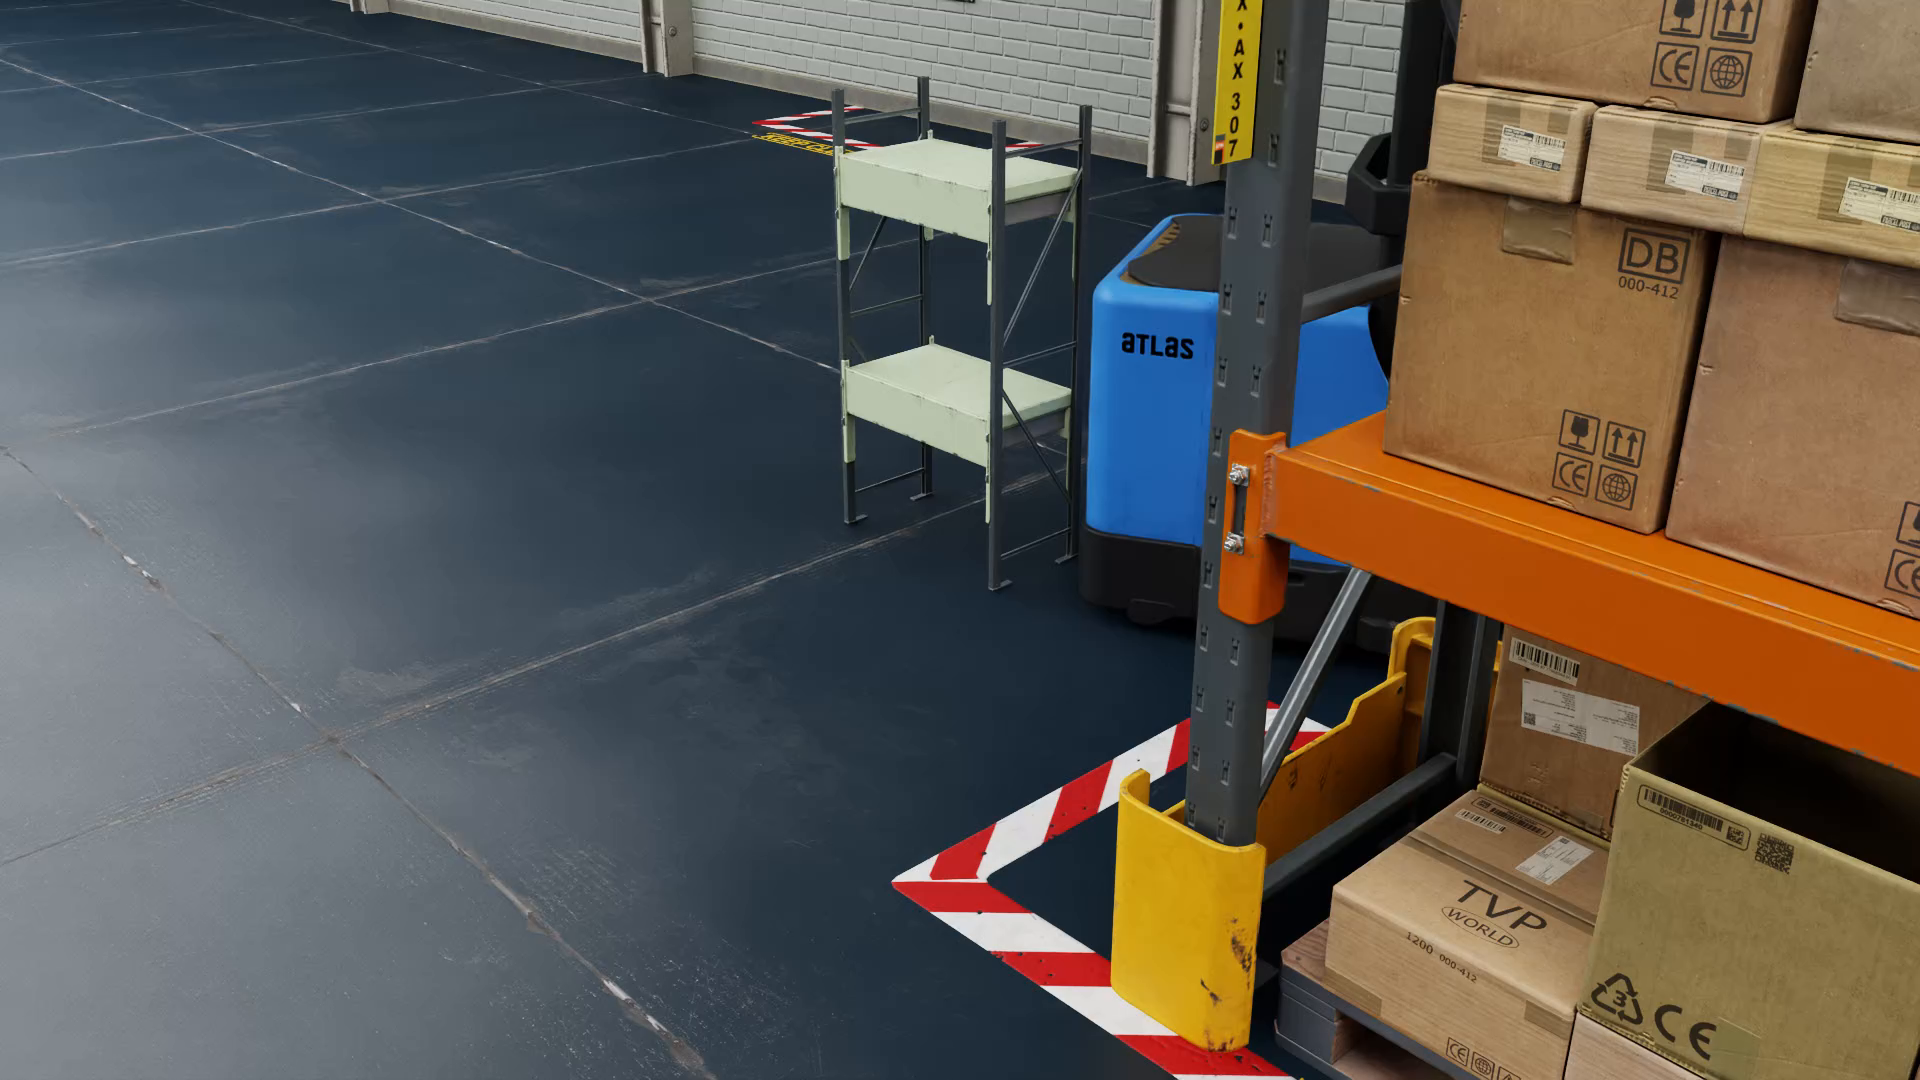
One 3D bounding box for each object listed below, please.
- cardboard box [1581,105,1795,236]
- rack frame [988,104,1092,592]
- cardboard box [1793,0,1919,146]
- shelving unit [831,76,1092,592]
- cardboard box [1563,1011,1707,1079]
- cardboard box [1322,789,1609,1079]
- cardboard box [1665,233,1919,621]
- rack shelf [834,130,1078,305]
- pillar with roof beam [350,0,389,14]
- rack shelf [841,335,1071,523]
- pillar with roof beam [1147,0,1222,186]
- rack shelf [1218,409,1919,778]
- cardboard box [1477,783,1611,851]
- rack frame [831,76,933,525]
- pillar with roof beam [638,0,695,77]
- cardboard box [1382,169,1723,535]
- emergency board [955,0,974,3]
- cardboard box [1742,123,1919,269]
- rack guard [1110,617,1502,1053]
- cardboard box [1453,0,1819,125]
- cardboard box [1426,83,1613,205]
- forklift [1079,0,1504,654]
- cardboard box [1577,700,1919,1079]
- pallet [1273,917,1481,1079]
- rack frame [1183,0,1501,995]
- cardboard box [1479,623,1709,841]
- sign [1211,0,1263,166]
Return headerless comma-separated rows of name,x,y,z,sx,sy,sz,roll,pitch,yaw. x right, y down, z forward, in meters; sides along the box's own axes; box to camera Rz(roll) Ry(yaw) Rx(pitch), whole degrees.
cardboard box,1.156,-0.587,2.520,0.380,0.149,0.250,-22,33,-40
rack frame,0.246,-0.573,5.200,0.400,1.500,0.023,-21,32,-38
cardboard box,1.572,-0.822,2.255,0.700,0.500,0.500,-22,33,-40
shelving unit,-0.005,-0.684,5.443,0.431,1.500,0.755,-21,32,-38
cardboard box,1.411,0.931,2.903,0.500,0.250,0.500,-21,32,-38
cardboard box,1.066,0.780,3.233,0.500,0.250,0.500,-21,32,-38
cardboard box,1.534,-0.248,2.559,0.700,0.500,0.500,-20,31,-37
rack shelf,-0.005,-1.039,5.281,0.431,0.370,0.720,-21,32,-38
pillar with roof beam,-9.860,-8.907,14.432,9.100,9.000,0.400,-21,32,-38
rack shelf,-0.005,-0.388,5.578,0.431,0.370,0.720,-21,32,-38
pillar with roof beam,-1.658,-5.271,6.462,9.100,9.000,0.400,-21,32,-38
rack shelf,2.229,0.428,2.065,1.077,0.370,4.000,-21,32,-38
cardboard box,1.444,0.633,3.555,0.500,0.250,0.500,-21,32,-38
rack frame,-0.255,-0.795,5.686,0.400,1.500,0.023,-21,32,-38
pillar with roof beam,-5.759,-7.089,10.447,9.100,9.000,0.400,-21,32,-38
cardboard box,1.172,-0.406,2.905,0.700,0.500,0.500,-21,32,-38
emergency board,-0.169,-4.530,12.066,0.157,1.169,0.626,-21,32,-38
cardboard box,1.325,-0.511,2.354,0.380,0.149,0.250,-21,32,-38
rack guard,0.846,0.625,3.779,1.175,0.500,0.348,-21,32,-38
cardboard box,1.208,-0.980,2.601,0.700,0.500,0.500,-21,32,-38
cardboard box,0.973,-0.666,2.694,0.380,0.149,0.250,-22,32,-39
forklift,1.946,-1.076,4.577,3.031,2.935,1.130,8,26,18
cardboard box,1.409,0.590,2.746,0.500,0.500,0.500,-21,32,-38
pallet,1.415,0.983,3.341,1.003,0.211,1.213,-21,32,-38
rack frame,0.862,-0.505,3.244,1.000,3.000,0.127,-21,32,-38
cardboard box,1.446,0.291,3.401,0.500,0.500,0.500,-21,32,-38
sign,0.453,-0.780,2.707,0.100,0.325,0.005,-21,32,-38
